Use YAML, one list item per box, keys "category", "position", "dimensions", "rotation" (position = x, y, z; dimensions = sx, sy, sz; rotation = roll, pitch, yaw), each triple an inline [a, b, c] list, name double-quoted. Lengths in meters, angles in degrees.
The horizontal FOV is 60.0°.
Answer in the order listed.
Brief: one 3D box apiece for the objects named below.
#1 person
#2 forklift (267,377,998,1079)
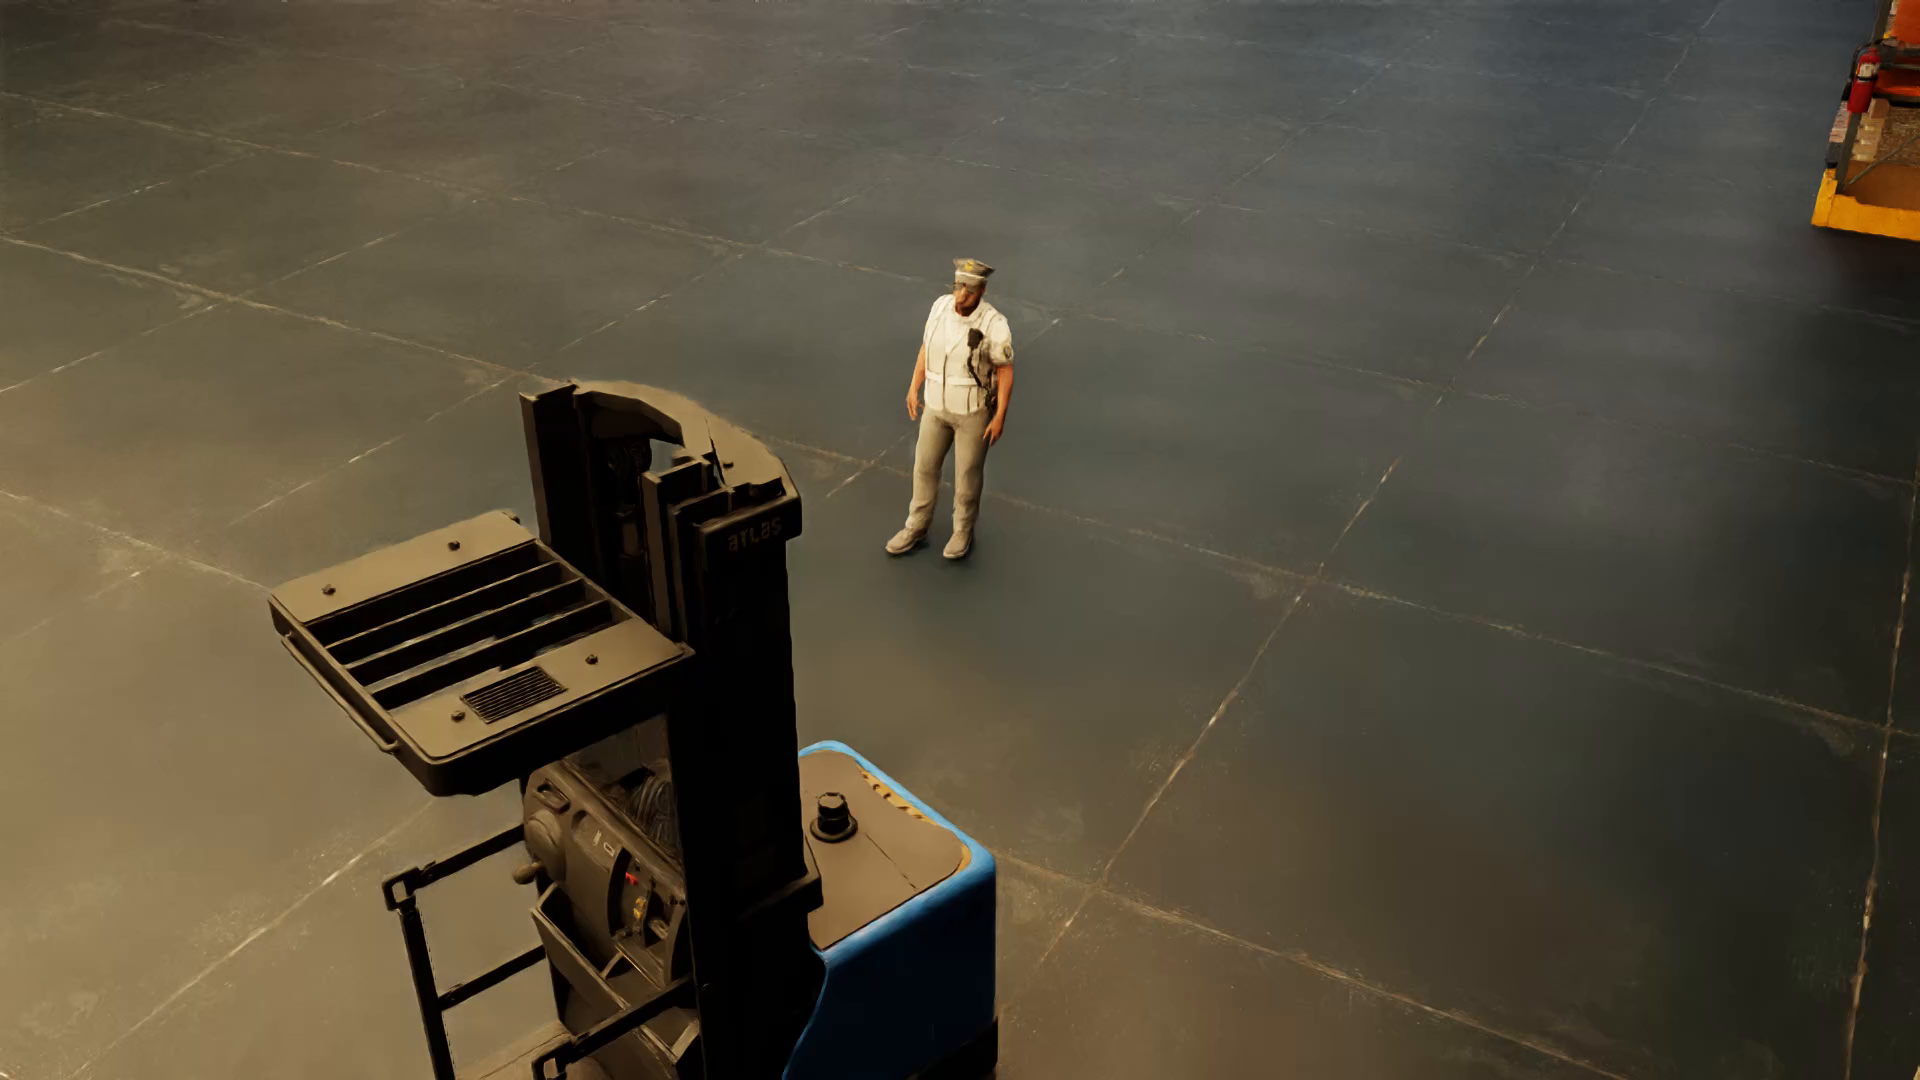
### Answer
- category: "person"
  position: [-0.048, -0.748, 9.499]
  dimensions: [0.640, 1.781, 0.574]
  rotation: [15, 33, 25]
- category: "forklift"
  position: [-1.297, 1.089, 5.184]
  dimensions: [3.031, 2.935, 1.130]
  rotation: [-24, 37, -35]
